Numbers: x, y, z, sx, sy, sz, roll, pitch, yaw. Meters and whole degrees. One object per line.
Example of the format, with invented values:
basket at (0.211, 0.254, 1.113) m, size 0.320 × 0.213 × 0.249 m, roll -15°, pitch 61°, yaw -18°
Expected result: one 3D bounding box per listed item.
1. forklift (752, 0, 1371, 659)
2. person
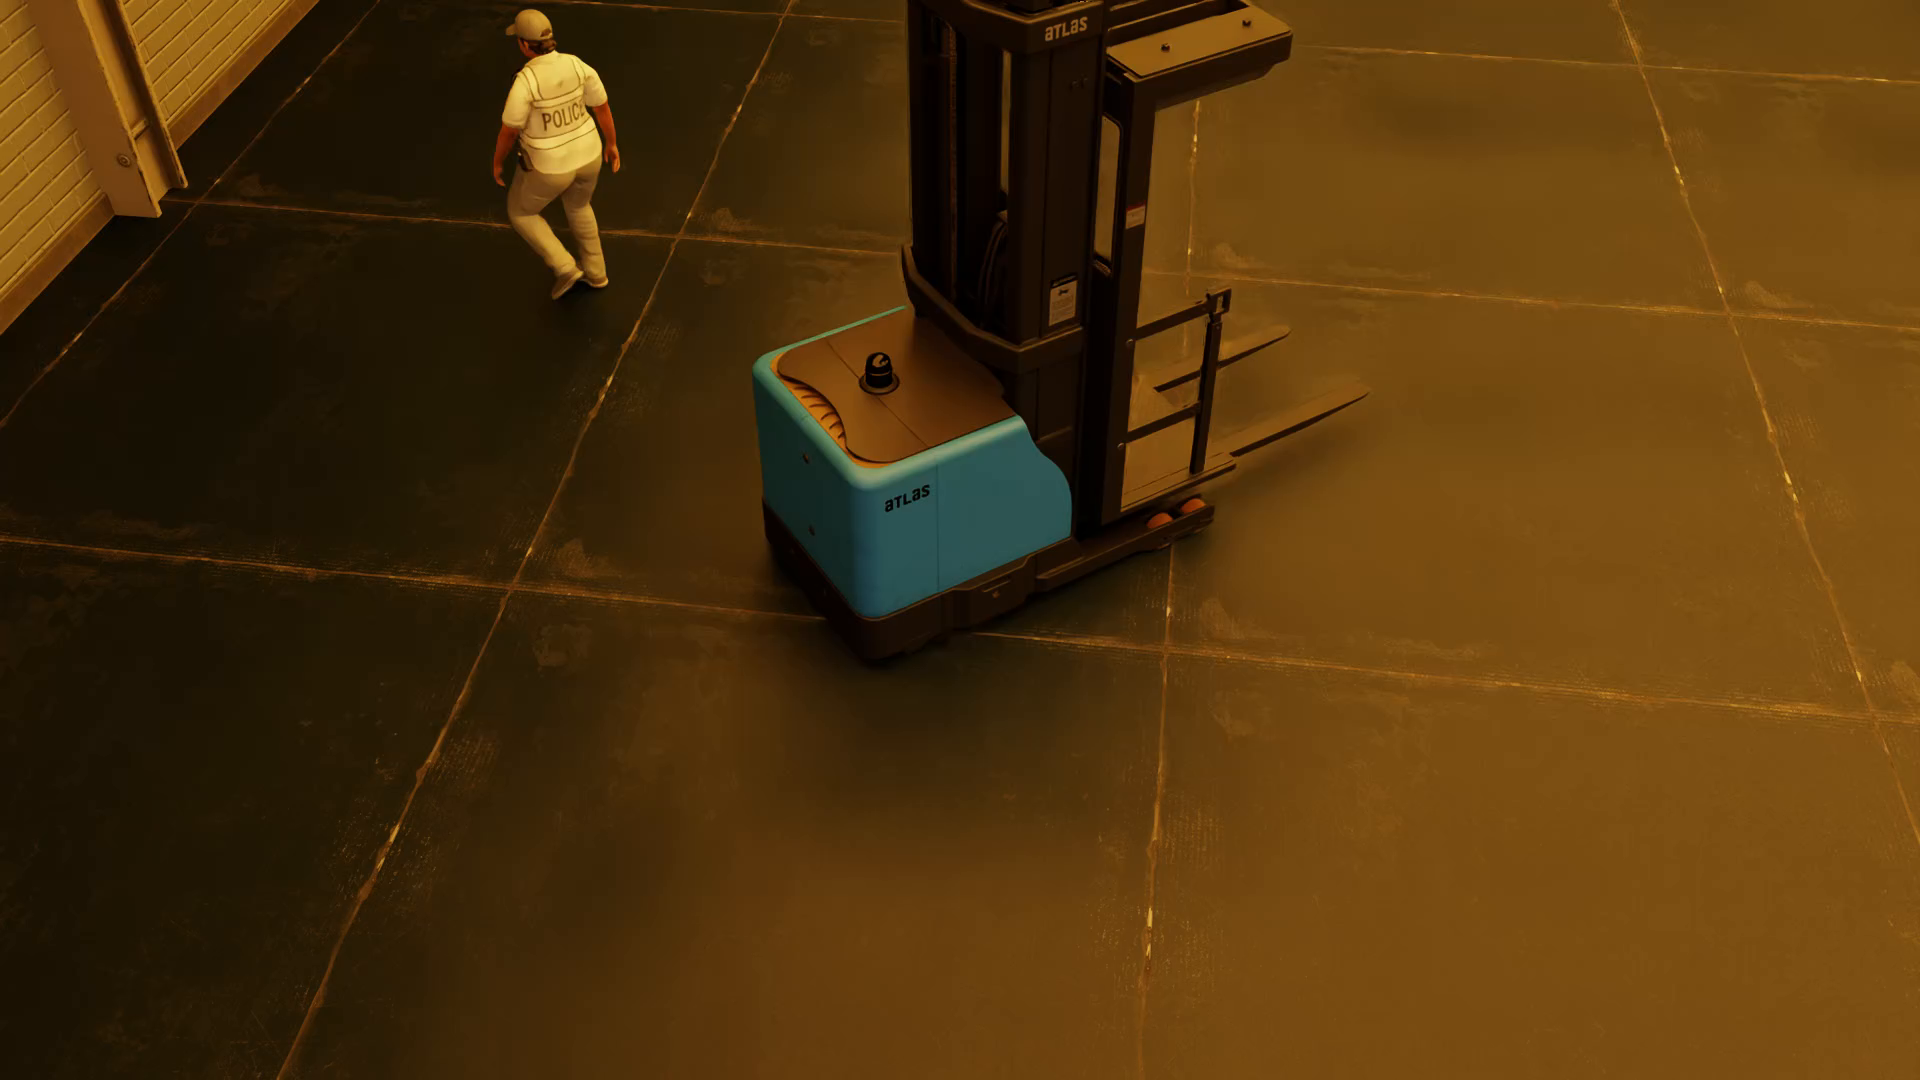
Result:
forklift at (0.611, -1.323, 7.164) m, size 3.031 × 2.935 × 1.130 m, roll -23°, pitch 47°, yaw -23°
person at (-2.165, -2.043, 8.904) m, size 0.470 × 1.645 × 0.646 m, roll 32°, pitch 51°, yaw 30°
